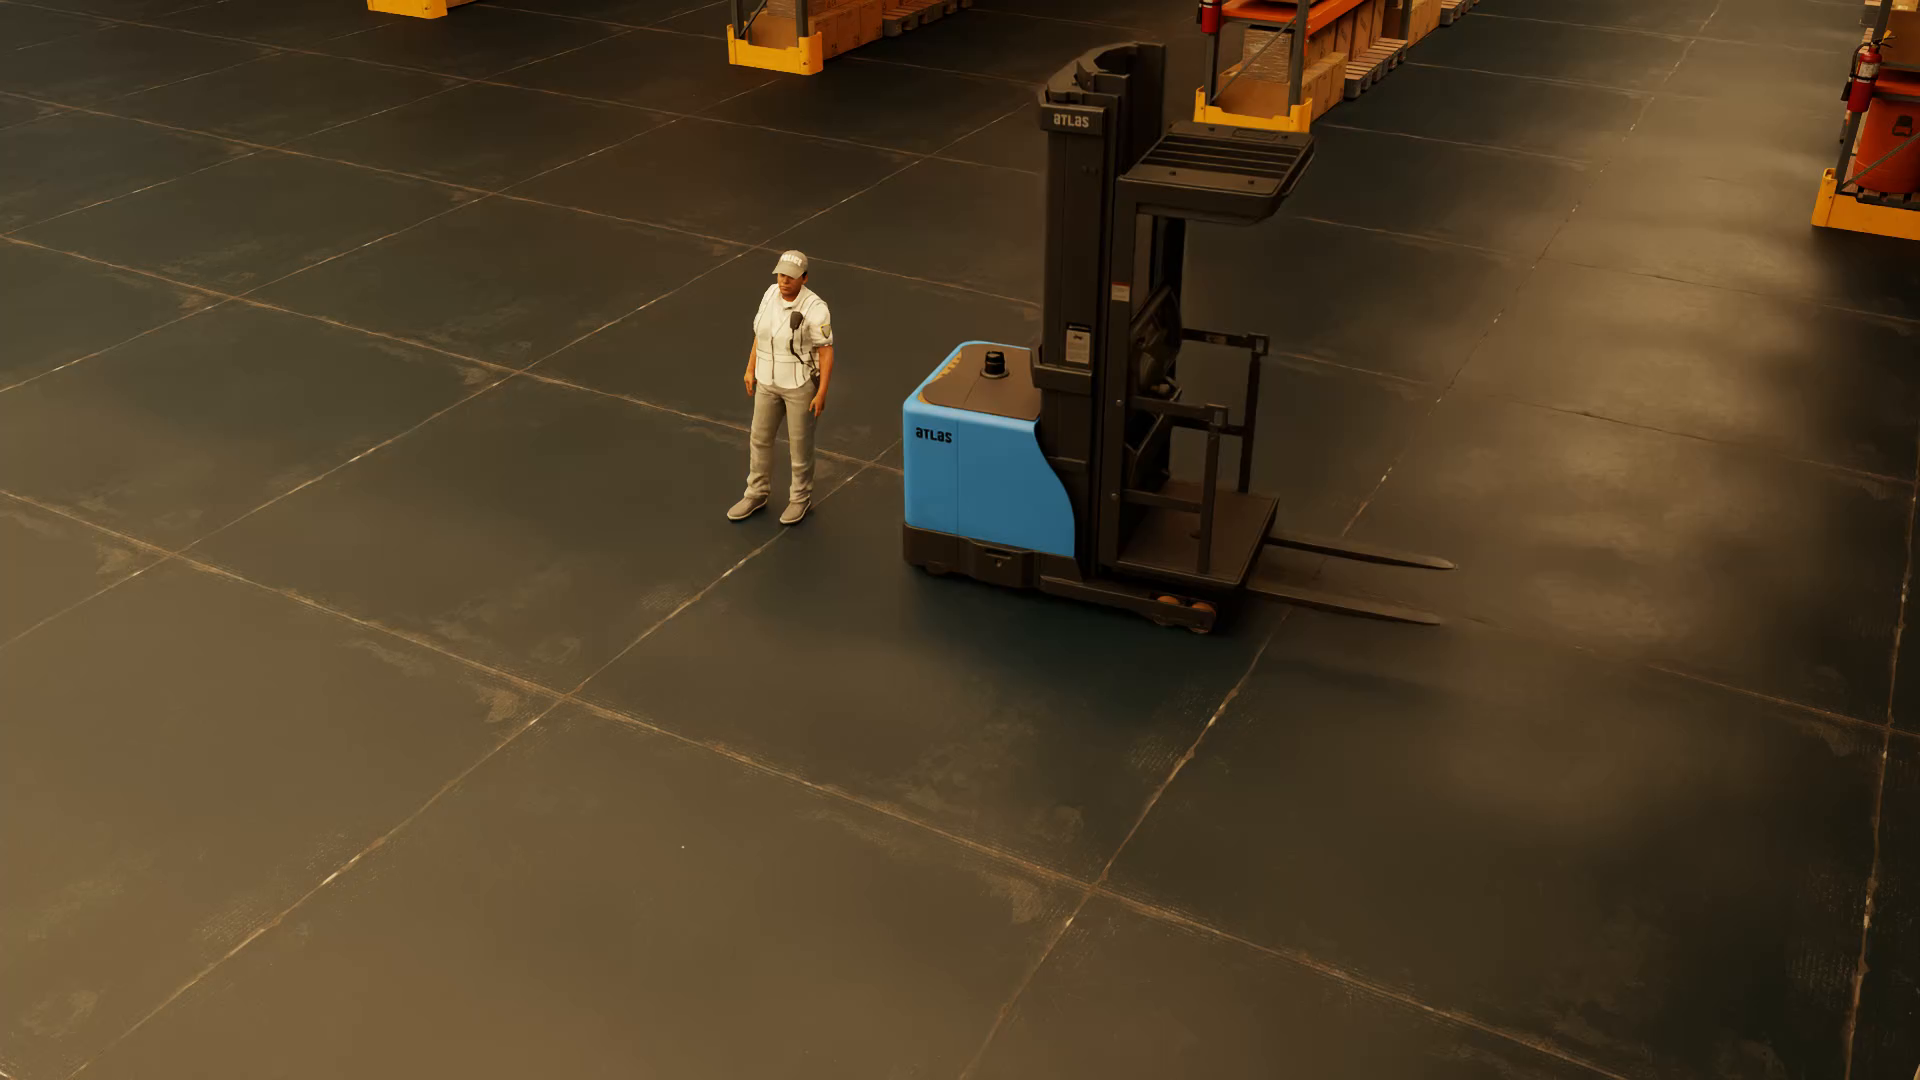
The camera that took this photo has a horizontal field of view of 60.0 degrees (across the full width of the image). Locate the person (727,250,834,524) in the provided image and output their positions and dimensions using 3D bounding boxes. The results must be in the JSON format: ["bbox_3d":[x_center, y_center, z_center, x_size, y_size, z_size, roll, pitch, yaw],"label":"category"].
[{"bbox_3d":[-1.067,-0.896,9.874,0.599,1.670,0.529,16,33,25],"label":"person"}]

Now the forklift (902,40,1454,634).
[{"bbox_3d":[1.238,-1.058,8.904,3.031,2.935,1.130,11,32,18],"label":"forklift"}]
